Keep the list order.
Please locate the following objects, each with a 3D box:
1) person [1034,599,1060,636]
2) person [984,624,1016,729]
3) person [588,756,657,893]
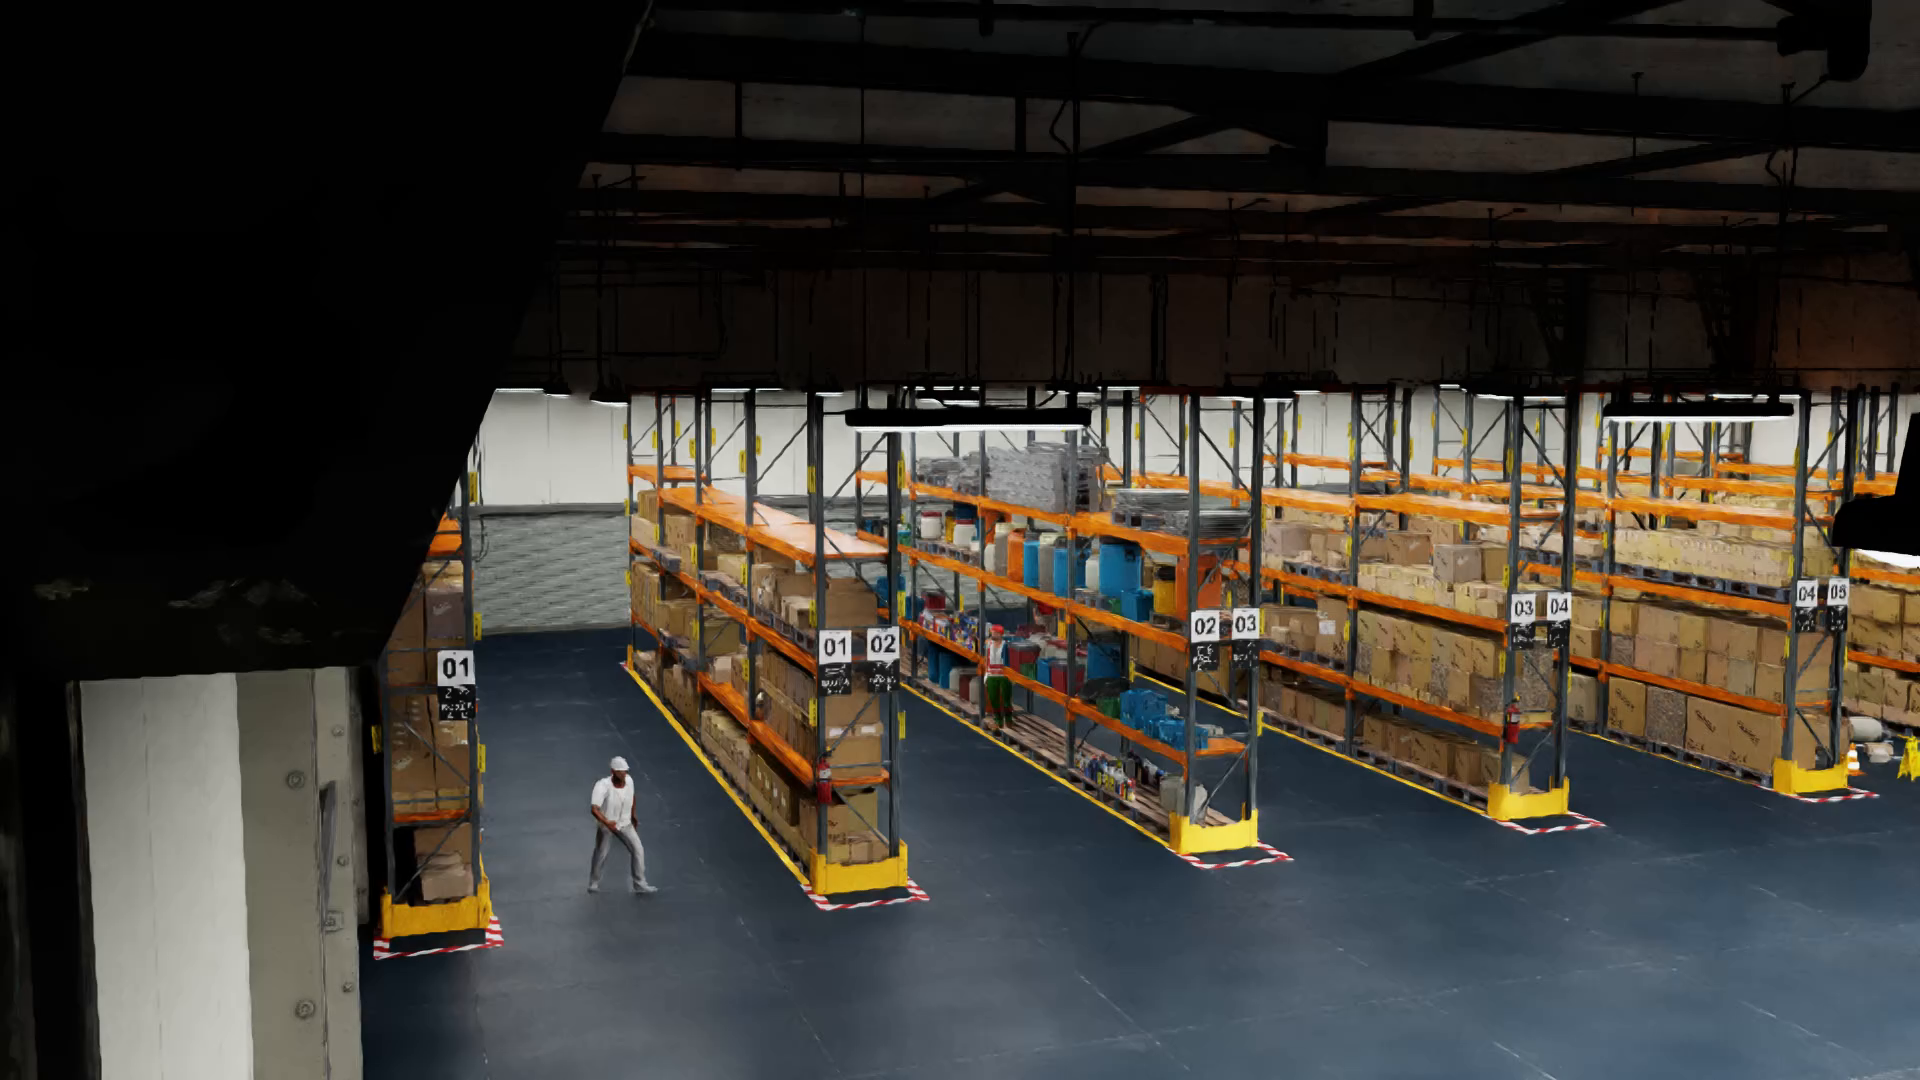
[{"bbox_3d":[1.877,1.713,36.743,0.682,1.675,0.531,-2,6,-21],"label":"person"},{"bbox_3d":[0.690,2.318,28.374,0.581,1.780,0.401,2,6,21],"label":"person"},{"bbox_3d":[-4.143,3.413,19.990,0.711,1.695,0.815,-5,7,-38],"label":"person"}]
